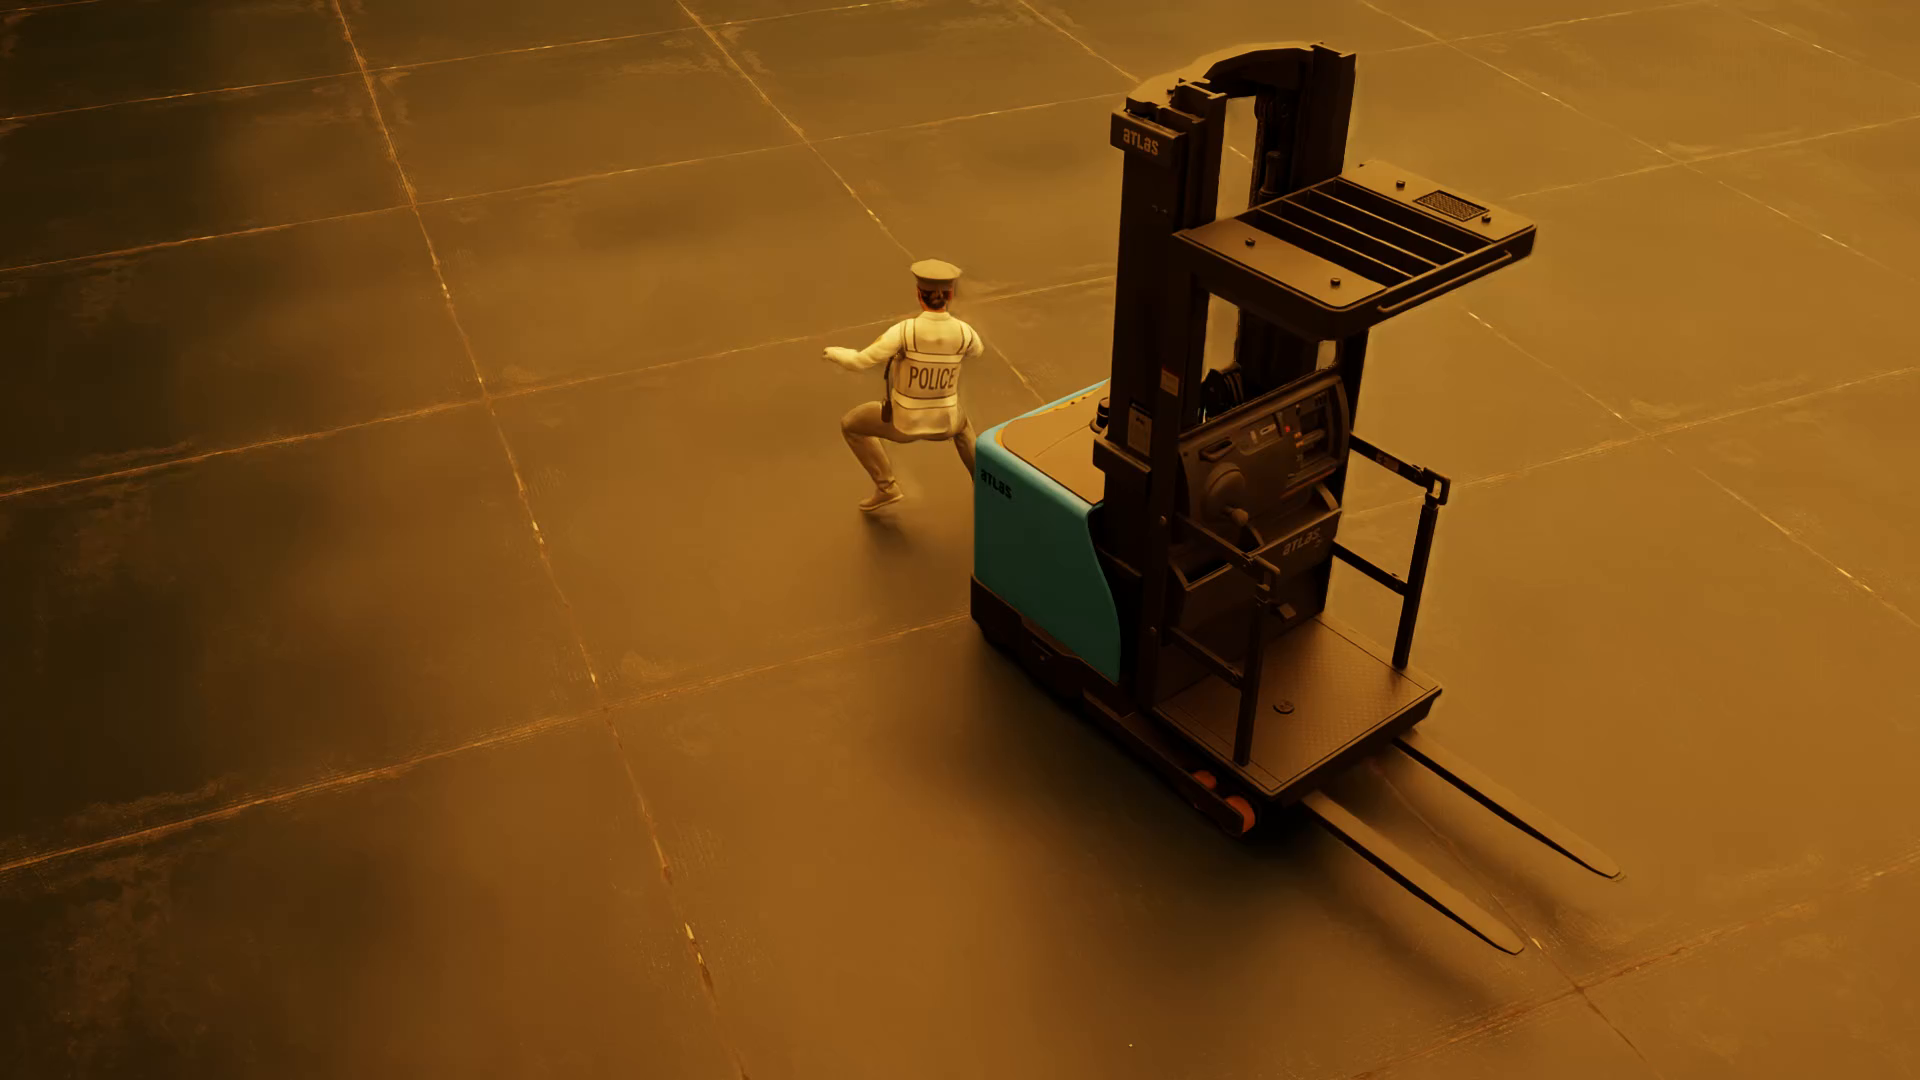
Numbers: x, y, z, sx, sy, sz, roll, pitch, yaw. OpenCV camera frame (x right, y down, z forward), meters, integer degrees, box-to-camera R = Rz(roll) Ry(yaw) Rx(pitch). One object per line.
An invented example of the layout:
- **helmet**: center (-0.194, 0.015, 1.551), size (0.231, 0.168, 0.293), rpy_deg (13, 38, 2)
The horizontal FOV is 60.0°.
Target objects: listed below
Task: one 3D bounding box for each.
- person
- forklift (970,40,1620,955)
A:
- **person**: center (-0.217, -0.772, 8.445), size (0.906, 1.470, 0.710), rpy_deg (-10, 37, -14)
- **forklift**: center (1.359, -0.297, 6.517), size (1.130, 2.935, 3.031), rpy_deg (-25, 42, -30)
